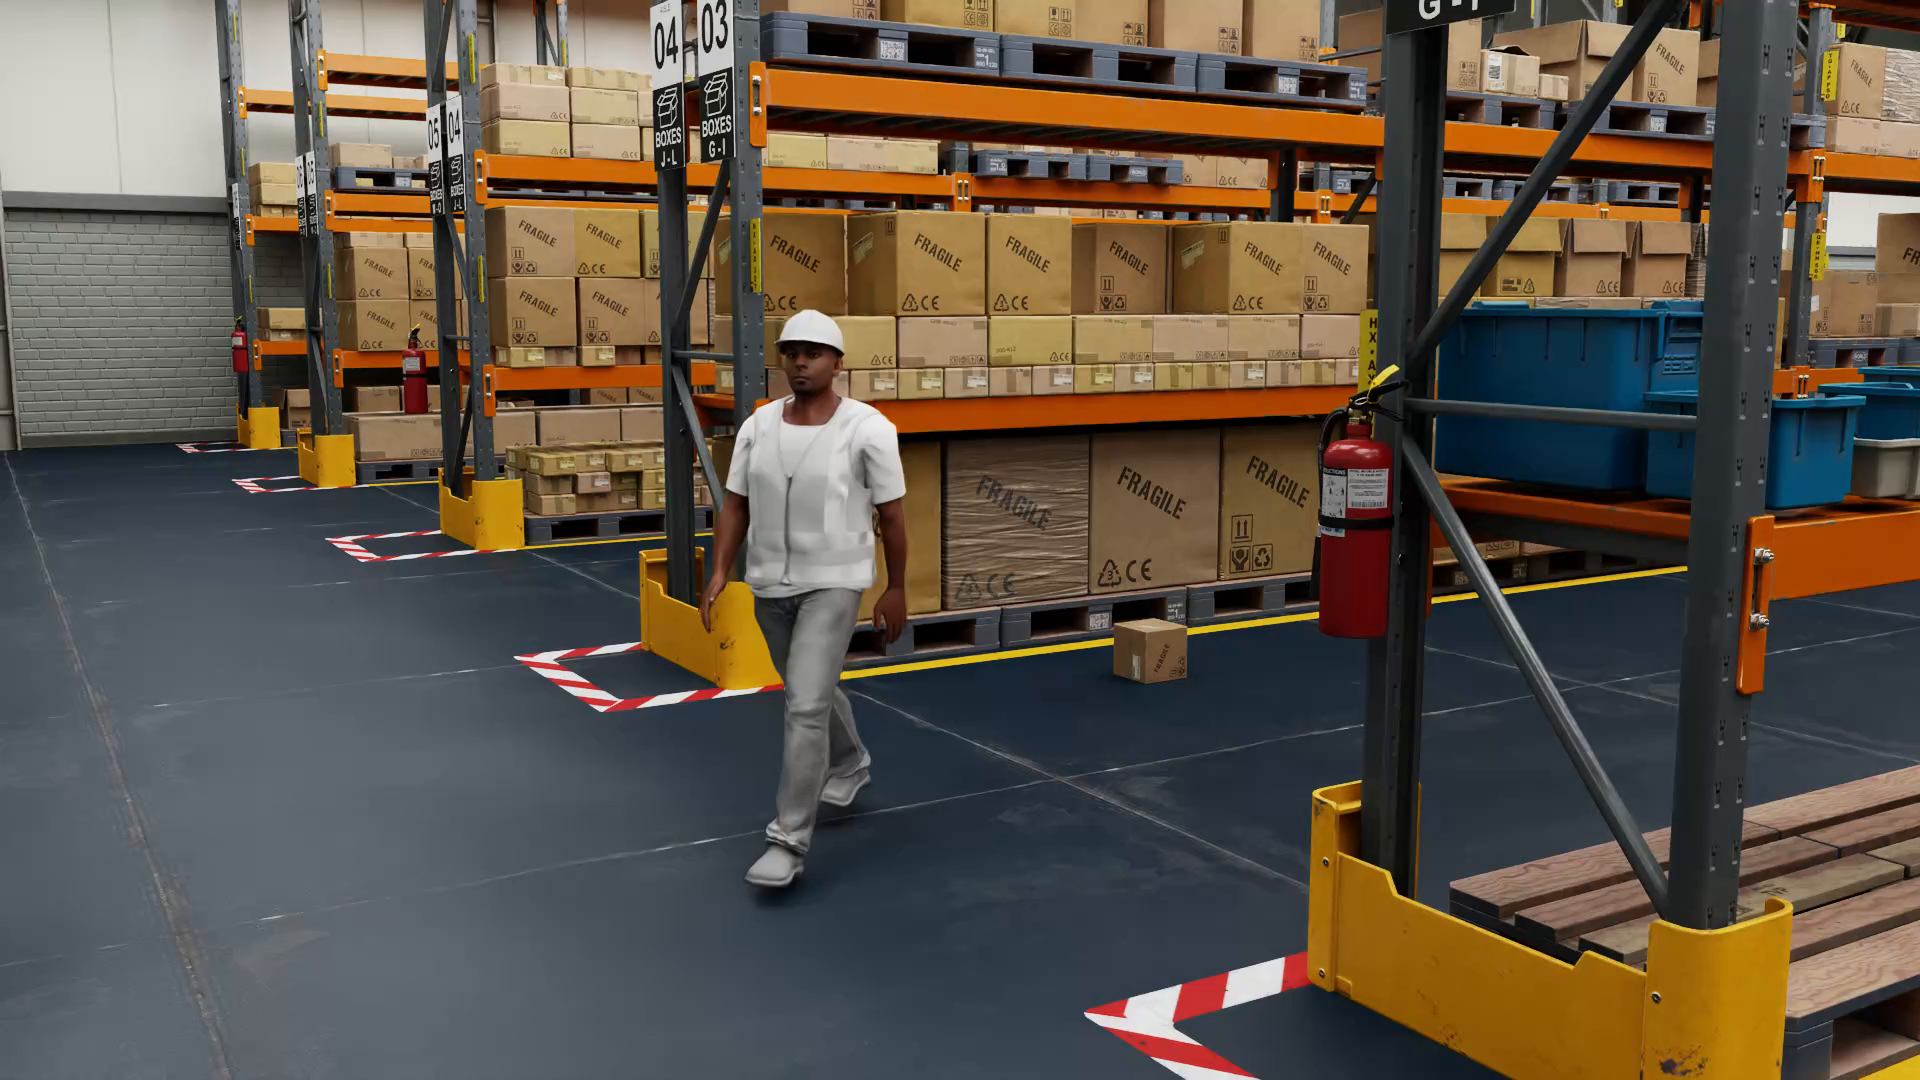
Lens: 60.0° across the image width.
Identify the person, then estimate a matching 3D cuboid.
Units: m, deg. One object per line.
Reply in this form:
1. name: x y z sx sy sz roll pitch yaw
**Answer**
1. person: -0.501 0.142 5.266 0.573 1.724 1.024 4 9 24
